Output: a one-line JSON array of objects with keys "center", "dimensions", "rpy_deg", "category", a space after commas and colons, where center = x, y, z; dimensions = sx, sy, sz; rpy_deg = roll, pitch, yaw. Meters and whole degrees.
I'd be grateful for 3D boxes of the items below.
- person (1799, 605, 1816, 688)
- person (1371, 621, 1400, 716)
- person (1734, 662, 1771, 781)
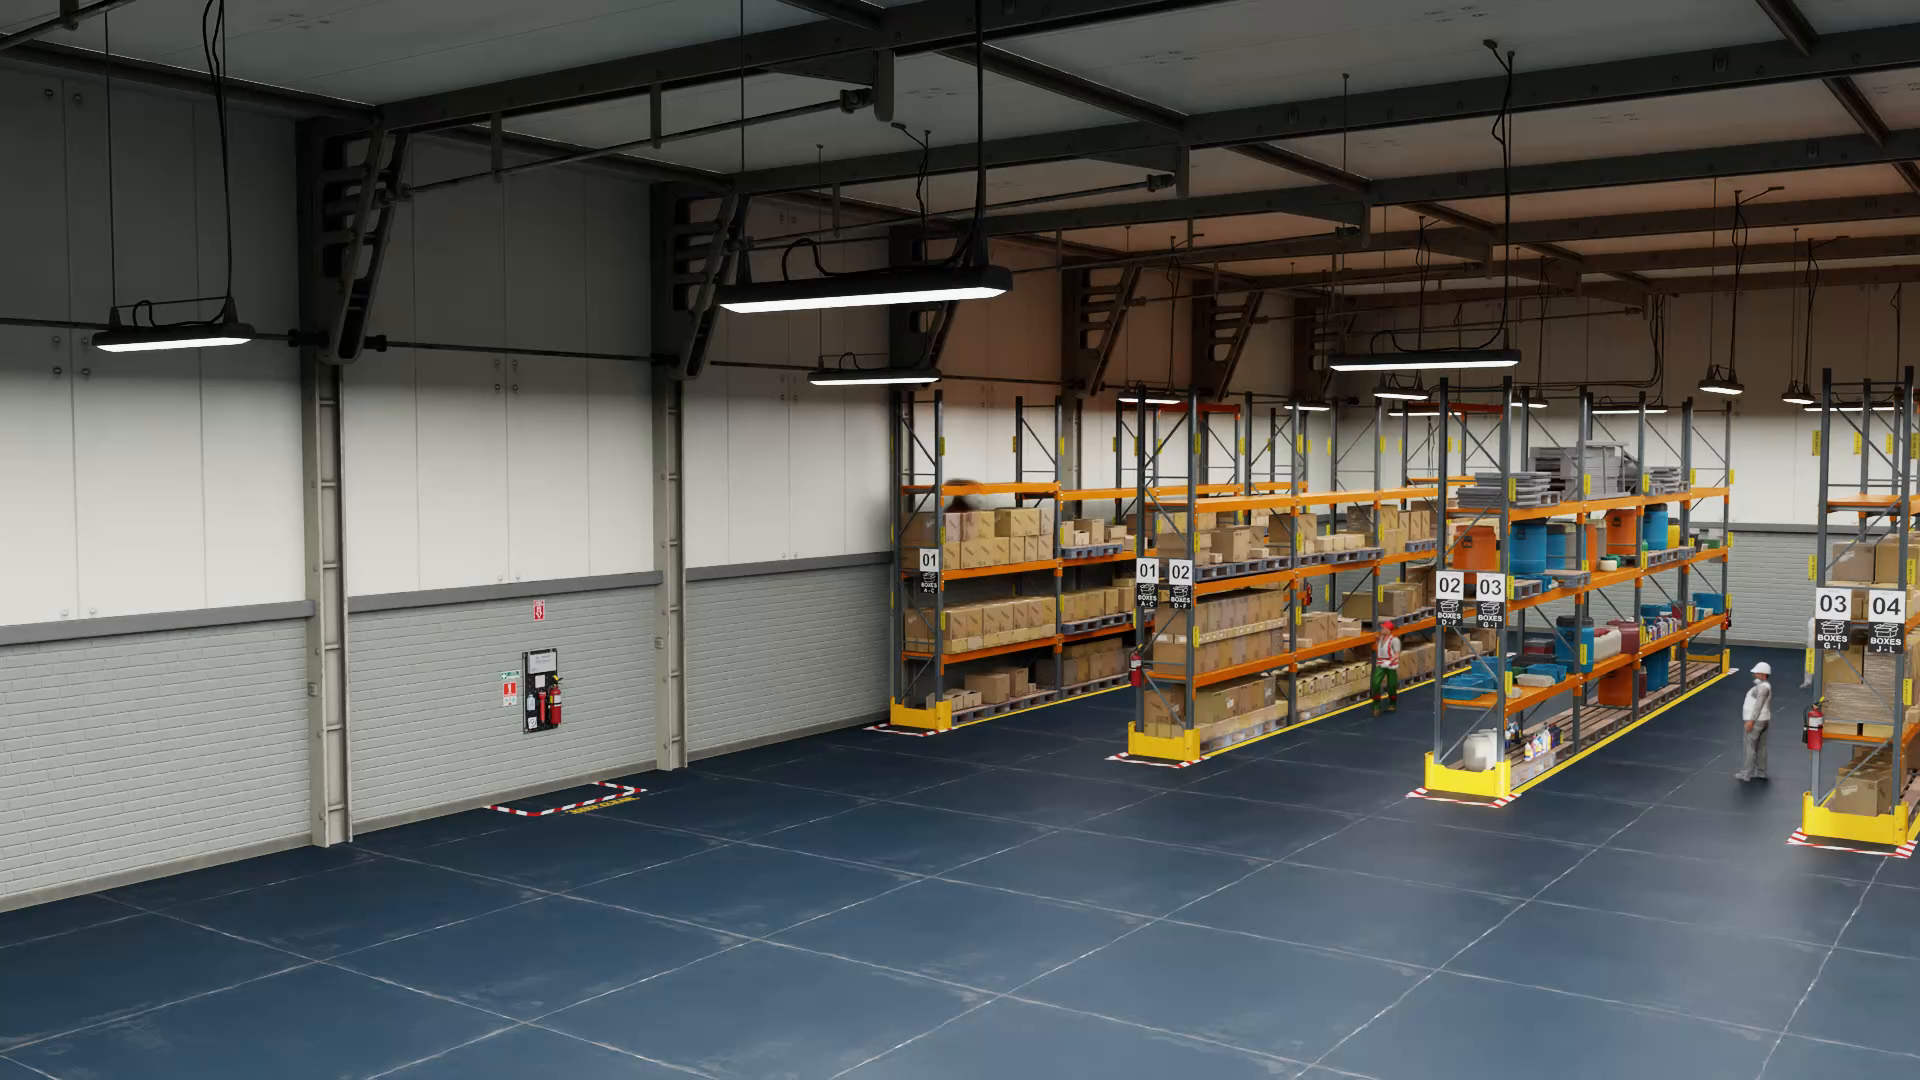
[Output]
[{"center": [17.736, 2.202, 34.371], "dimensions": [1.008, 1.726, 0.550], "rpy_deg": [-3, 4, -41], "category": "person"}, {"center": [7.980, 2.417, 31.073], "dimensions": [0.553, 1.814, 0.882], "rpy_deg": [2, 4, 35], "category": "person"}, {"center": [11.915, 2.718, 24.940], "dimensions": [0.484, 1.772, 0.587], "rpy_deg": [3, 4, 44], "category": "person"}]
